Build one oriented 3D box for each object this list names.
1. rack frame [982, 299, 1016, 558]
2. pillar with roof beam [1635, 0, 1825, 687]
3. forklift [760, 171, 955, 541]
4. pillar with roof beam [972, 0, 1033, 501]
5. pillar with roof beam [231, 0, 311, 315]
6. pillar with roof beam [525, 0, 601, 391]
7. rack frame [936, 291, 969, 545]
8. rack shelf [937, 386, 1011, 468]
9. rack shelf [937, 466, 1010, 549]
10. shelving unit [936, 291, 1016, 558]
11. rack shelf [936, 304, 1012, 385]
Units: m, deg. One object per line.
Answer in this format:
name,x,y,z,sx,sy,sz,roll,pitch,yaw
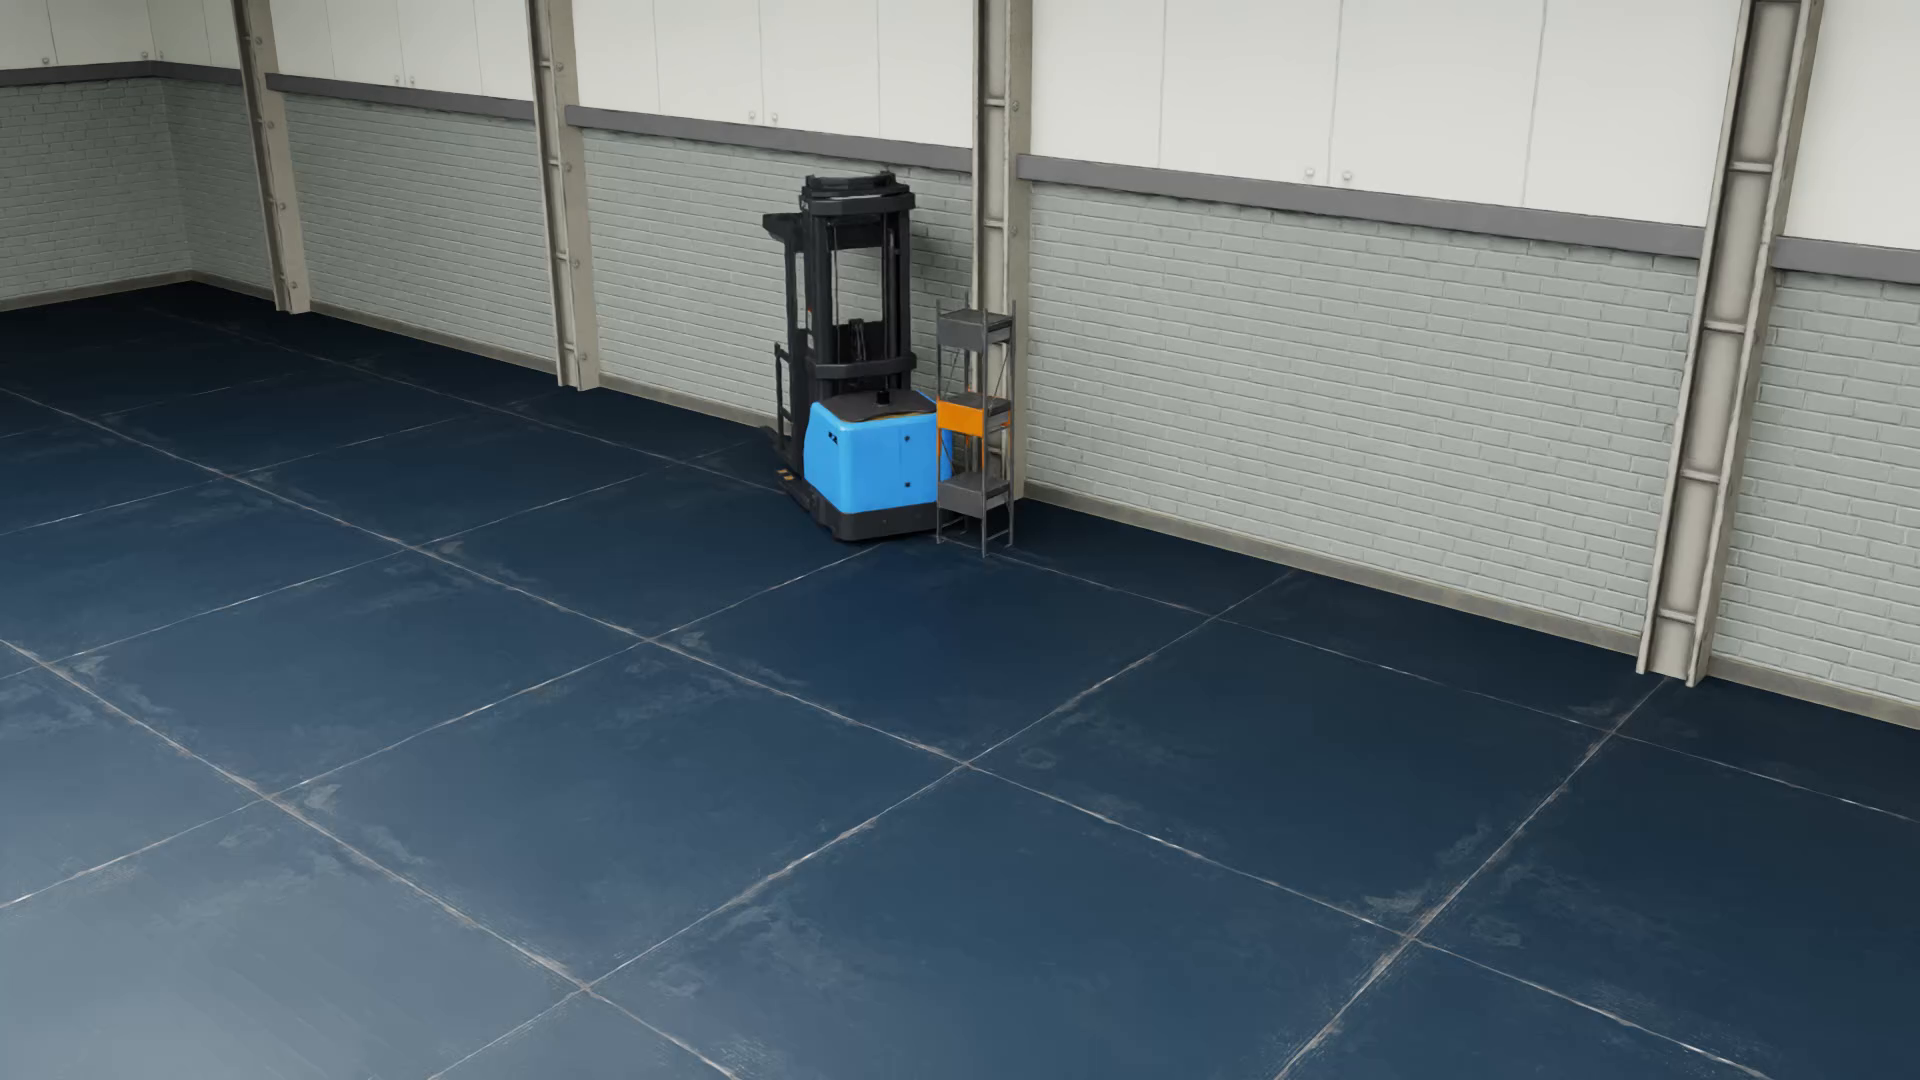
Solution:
rack frame,0.317,-0.891,13.555,0.015,2.100,0.400,16,26,36
pillar with roof beam,2.281,-2.102,6.988,0.400,9.000,9.100,16,26,36
forklift,-1.086,-1.850,14.919,1.130,2.935,3.031,-9,22,-22
pillar with roof beam,-2.368,-3.440,10.537,0.400,9.000,9.100,16,26,36
pillar with roof beam,-11.664,-6.117,17.637,0.400,9.000,9.100,16,26,36
pillar with roof beam,-7.016,-4.779,14.087,0.400,9.000,9.100,16,26,36
rack frame,-0.061,-1.000,13.844,0.015,2.100,0.400,16,26,36
rack shelf,0.128,-0.933,13.705,0.480,0.518,0.431,16,26,36
rack shelf,0.128,-0.278,13.952,0.480,0.518,0.431,16,26,36
shelving unit,0.128,-0.946,13.700,0.503,2.100,0.431,16,26,36
rack shelf,0.128,-1.588,13.458,0.480,0.518,0.431,16,26,36
